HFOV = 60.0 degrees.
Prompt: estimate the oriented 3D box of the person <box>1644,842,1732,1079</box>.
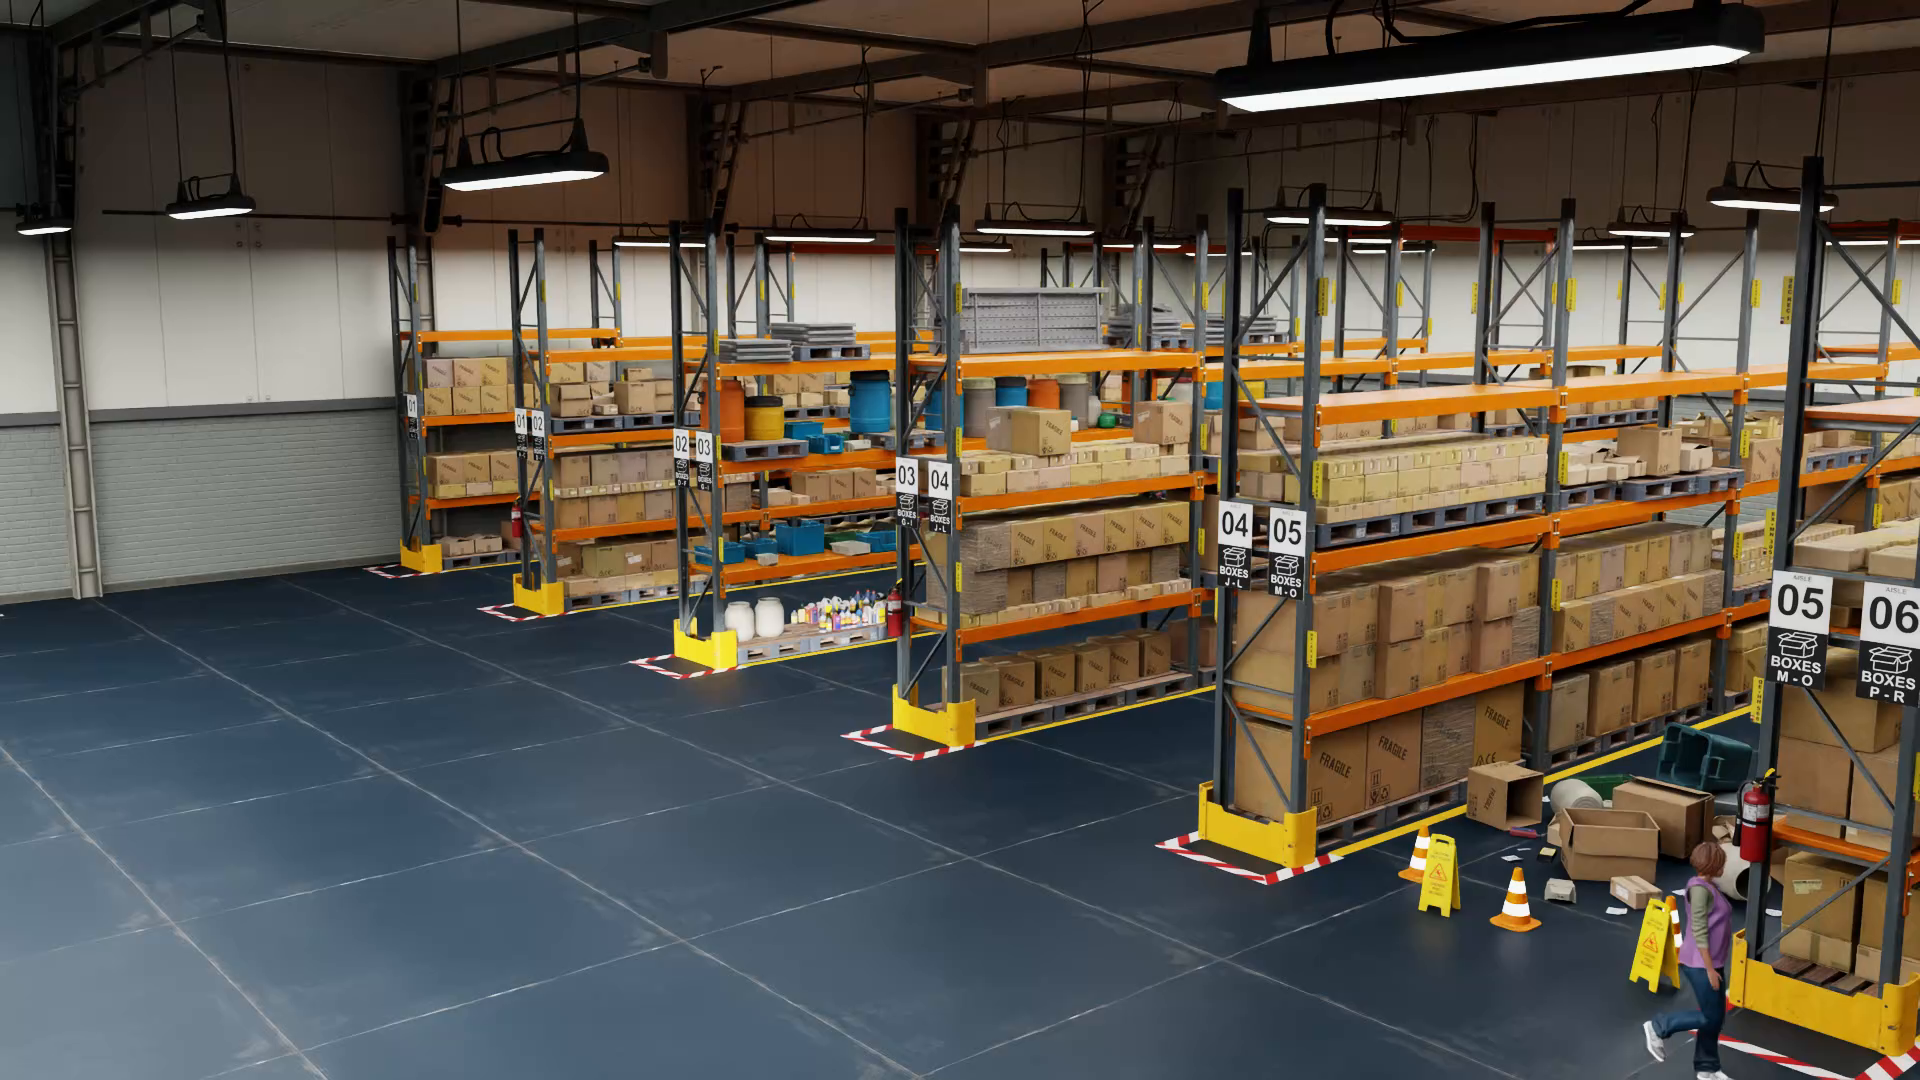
[{"bbox_3d":[4.799,2.751,10.781,0.597,1.578,0.450,6,11,36],"label":"person"}]
